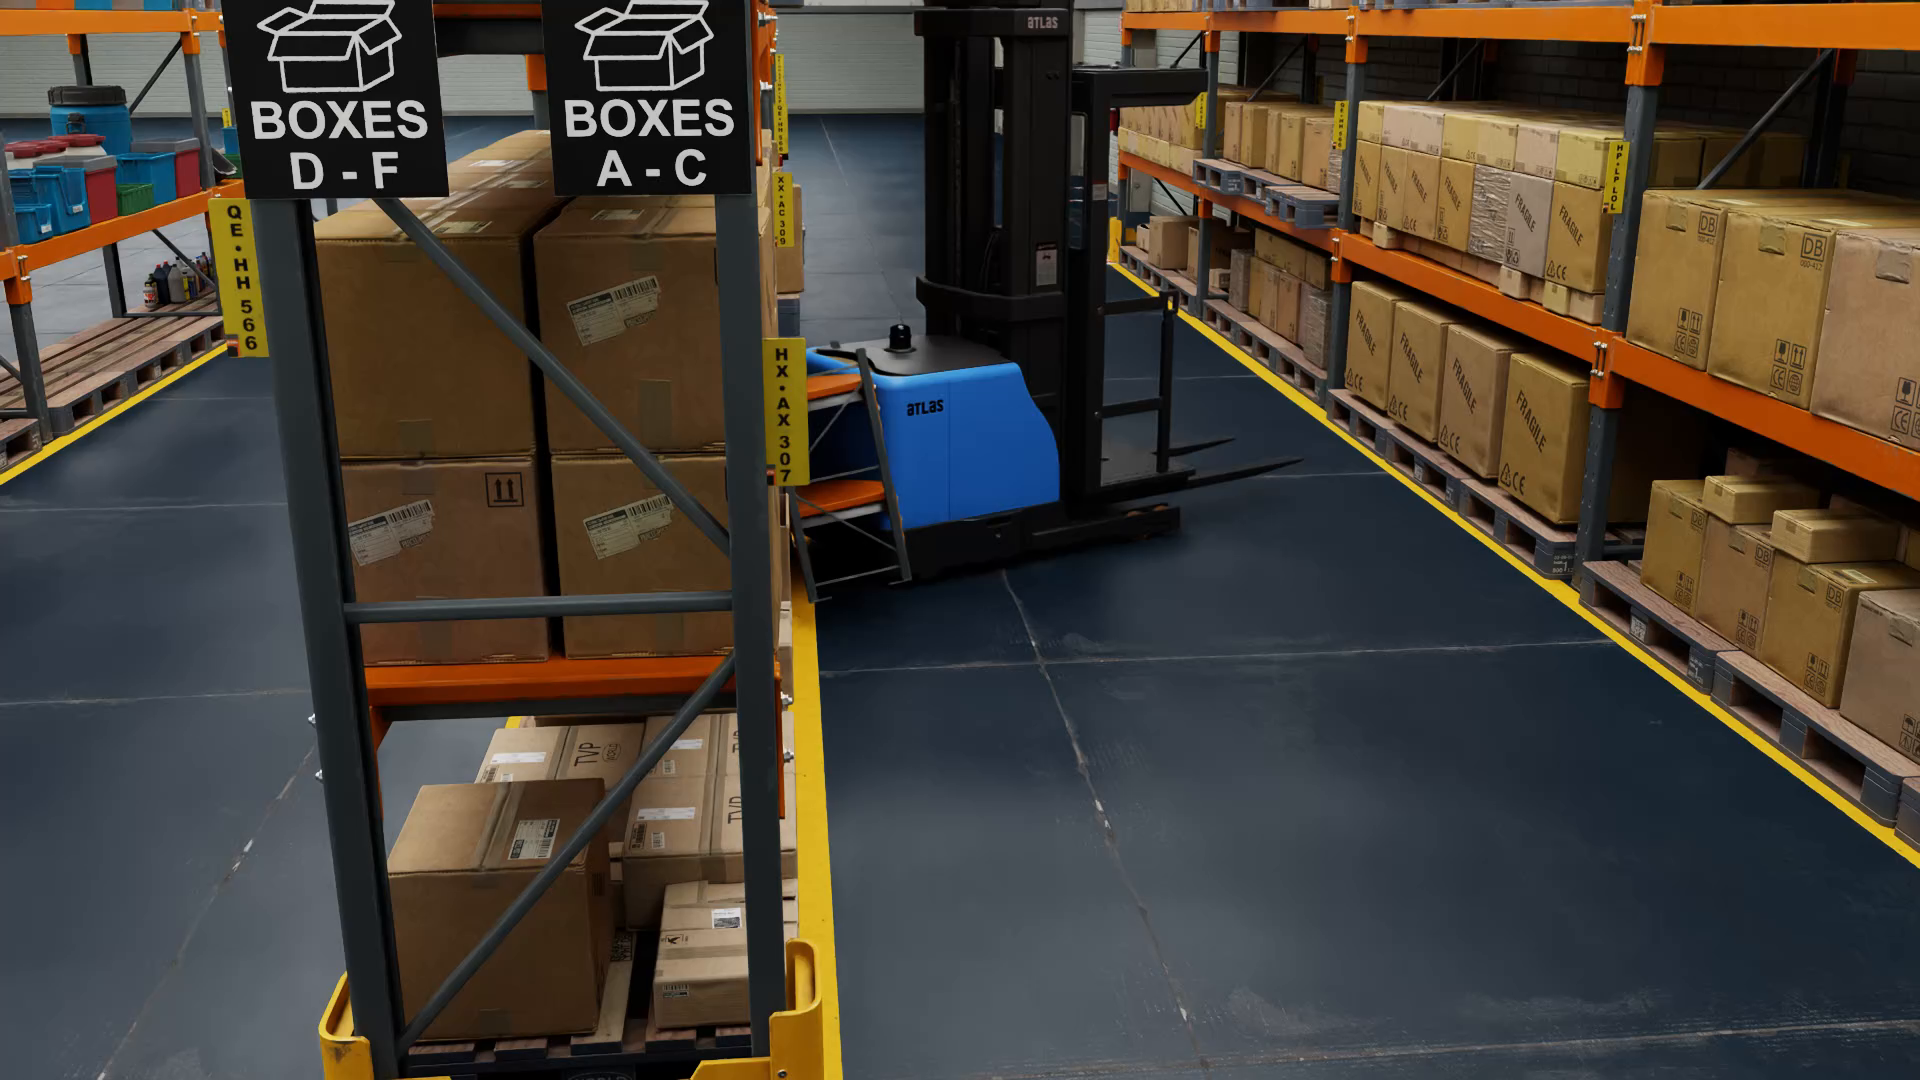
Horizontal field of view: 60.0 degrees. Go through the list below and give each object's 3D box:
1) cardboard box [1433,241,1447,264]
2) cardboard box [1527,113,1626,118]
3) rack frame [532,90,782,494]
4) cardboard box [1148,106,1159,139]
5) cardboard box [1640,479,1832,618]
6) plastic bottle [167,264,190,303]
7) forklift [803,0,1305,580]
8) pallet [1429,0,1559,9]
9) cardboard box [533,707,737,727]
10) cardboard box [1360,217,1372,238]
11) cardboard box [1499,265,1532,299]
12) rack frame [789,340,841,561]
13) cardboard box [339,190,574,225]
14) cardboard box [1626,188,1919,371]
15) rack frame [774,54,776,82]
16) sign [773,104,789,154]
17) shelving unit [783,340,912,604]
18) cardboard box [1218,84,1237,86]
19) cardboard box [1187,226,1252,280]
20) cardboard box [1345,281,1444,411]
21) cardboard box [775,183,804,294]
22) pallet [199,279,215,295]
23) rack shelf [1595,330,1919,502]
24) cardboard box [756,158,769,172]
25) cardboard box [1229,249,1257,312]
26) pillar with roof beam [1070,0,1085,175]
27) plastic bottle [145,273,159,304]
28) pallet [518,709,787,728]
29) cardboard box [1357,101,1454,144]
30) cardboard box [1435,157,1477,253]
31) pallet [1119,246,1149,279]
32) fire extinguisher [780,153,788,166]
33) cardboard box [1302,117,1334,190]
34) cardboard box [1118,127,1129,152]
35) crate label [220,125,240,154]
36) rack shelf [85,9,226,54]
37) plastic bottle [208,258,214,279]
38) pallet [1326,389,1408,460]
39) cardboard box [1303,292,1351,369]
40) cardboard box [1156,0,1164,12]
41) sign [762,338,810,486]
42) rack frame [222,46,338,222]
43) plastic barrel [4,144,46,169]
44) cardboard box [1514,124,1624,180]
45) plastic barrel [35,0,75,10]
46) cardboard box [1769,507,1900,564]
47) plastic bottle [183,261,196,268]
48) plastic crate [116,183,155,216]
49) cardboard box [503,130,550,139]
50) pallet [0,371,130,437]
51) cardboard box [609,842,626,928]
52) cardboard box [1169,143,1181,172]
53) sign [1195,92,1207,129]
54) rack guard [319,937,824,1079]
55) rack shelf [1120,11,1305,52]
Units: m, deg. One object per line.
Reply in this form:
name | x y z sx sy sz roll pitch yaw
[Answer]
cardboard box | 3.146 -1.785 10.240 0.380 0.149 0.250 -2 17 -5
cardboard box | 3.640 -2.353 9.717 0.500 0.250 0.500 -2 18 -7
rack frame | -1.332 -1.037 7.472 1.000 3.000 0.127 -2 18 -6
cardboard box | 2.261 -4.455 17.326 0.500 0.500 0.500 -1 17 -4
cardboard box | 3.570 0.027 7.554 0.700 0.500 0.500 -2 17 -5
plastic bottle | -7.294 -2.402 15.508 0.144 0.351 0.185 -2 18 -6
forklift | 0.625 -1.512 9.101 3.031 2.935 1.130 -11 21 -31
pallet | 3.420 -3.200 9.671 1.003 0.211 1.213 -1 17 -3
cardboard box | -1.133 0.504 5.997 0.797 0.503 0.637 -2 18 -6
cardboard box | 2.986 -2.167 11.458 0.380 0.149 0.250 -2 18 -6
cardboard box | 3.161 -1.403 9.023 0.380 0.149 0.250 -2 18 -6
rack frame | -0.772 -0.450 8.782 0.500 1.125 0.032 -13 11 -9
cardboard box | -1.292 -0.644 4.386 0.500 0.500 0.500 -1 17 -4
cardboard box | 3.635 -1.172 7.401 0.980 0.700 0.700 -2 17 -5
rack frame | -2.570 -4.612 18.860 1.000 3.000 0.127 -2 18 -6
sign | -1.206 -2.763 11.169 0.100 0.325 0.005 -2 18 -6
shelving unit | -0.675 -0.374 8.288 0.538 1.125 1.048 -13 11 -9
cardboard box | 2.717 -4.624 17.863 0.500 0.500 0.500 -2 18 -7
cardboard box | 2.623 -2.900 16.844 0.500 0.500 0.500 -3 18 -10
cardboard box | 3.128 -1.334 11.307 0.750 0.750 0.750 -2 18 -6
cardboard box | -1.158 -1.433 7.865 0.700 0.500 0.500 -8 19 -24
pallet | -7.241 -2.504 16.799 1.003 0.211 1.213 -2 18 -6
rack shelf | 3.801 -0.252 6.172 1.077 0.370 4.000 -2 18 -6
cardboard box | -0.864 -0.966 5.411 0.500 0.500 0.500 -2 18 -6
cardboard box | 2.862 -2.373 15.166 0.700 0.500 0.500 -1 17 -4
pillar with roof beam | -2.230 -10.889 28.837 9.100 9.000 0.400 -2 18 -6
plastic bottle | -7.462 -2.315 15.345 0.061 0.283 0.133 -1 17 -3
pallet | -1.133 0.863 6.077 1.003 0.211 1.213 -2 18 -6
cardboard box | 2.976 -2.788 11.100 0.500 0.250 0.500 -1 17 -4
cardboard box | 3.134 -1.970 9.748 0.500 0.500 0.500 -1 17 -4
pallet | 2.414 -3.170 18.922 1.003 0.211 1.213 -2 18 -6
fire extinguisher | -2.120 -4.625 19.029 0.296 0.674 0.183 -2 18 -6
cardboard box | 3.039 -2.946 12.651 0.700 0.500 0.500 -3 18 -11
cardboard box | 2.092 -4.549 18.876 0.500 0.250 0.500 -2 18 -7
crate label | -7.038 -3.937 16.650 0.502 0.435 0.616 -2 18 -6
rack shelf | -7.291 -4.952 16.136 1.077 0.370 4.000 -2 18 -6
plastic bottle | -7.609 -2.754 16.880 0.097 0.201 0.097 0 17 0
pallet | 3.189 -0.815 11.421 1.003 0.211 1.213 -2 18 -6
cardboard box | 3.056 -1.613 12.745 0.700 0.500 0.500 -2 17 -5
cardboard box | 2.297 -5.673 17.030 0.500 0.500 0.500 -1 17 -2
sign | -0.380 -0.275 3.600 0.100 0.325 0.005 -2 18 -6
rack frame | -7.497 -4.460 18.376 1.000 3.000 0.127 -2 18 -6
plastic barrel | -7.084 -2.694 12.523 0.433 0.535 0.433 0 17 0
cardboard box | 3.249 -2.032 8.692 0.500 0.250 0.500 -1 17 -4
plastic barrel | -6.608 -4.159 11.692 0.600 0.830 0.708 -2 18 -6
cardboard box | 3.478 -0.019 6.619 0.380 0.149 0.250 -2 18 -7
plastic bottle | -7.504 -2.564 16.148 0.152 0.276 0.135 -1 17 -5
plastic crate | -6.624 -2.657 12.987 0.450 0.188 0.662 -2 18 -6
cardboard box | -1.563 -1.412 6.832 0.500 0.500 0.500 -1 17 -4
pallet | -6.713 -0.978 11.940 1.003 0.211 1.213 -2 18 -6
cardboard box | -1.173 1.019 4.919 0.380 0.166 0.250 -2 18 -6
cardboard box | 2.376 -3.793 16.467 0.500 0.250 0.500 -2 18 -5
sign | 2.231 -3.968 15.364 0.100 0.325 0.005 -2 18 -6
rack guard | -0.927 1.325 4.122 1.175 0.500 0.348 -2 18 -6
rack shelf | 2.563 -5.258 17.111 1.077 0.370 4.000 -2 18 -6
